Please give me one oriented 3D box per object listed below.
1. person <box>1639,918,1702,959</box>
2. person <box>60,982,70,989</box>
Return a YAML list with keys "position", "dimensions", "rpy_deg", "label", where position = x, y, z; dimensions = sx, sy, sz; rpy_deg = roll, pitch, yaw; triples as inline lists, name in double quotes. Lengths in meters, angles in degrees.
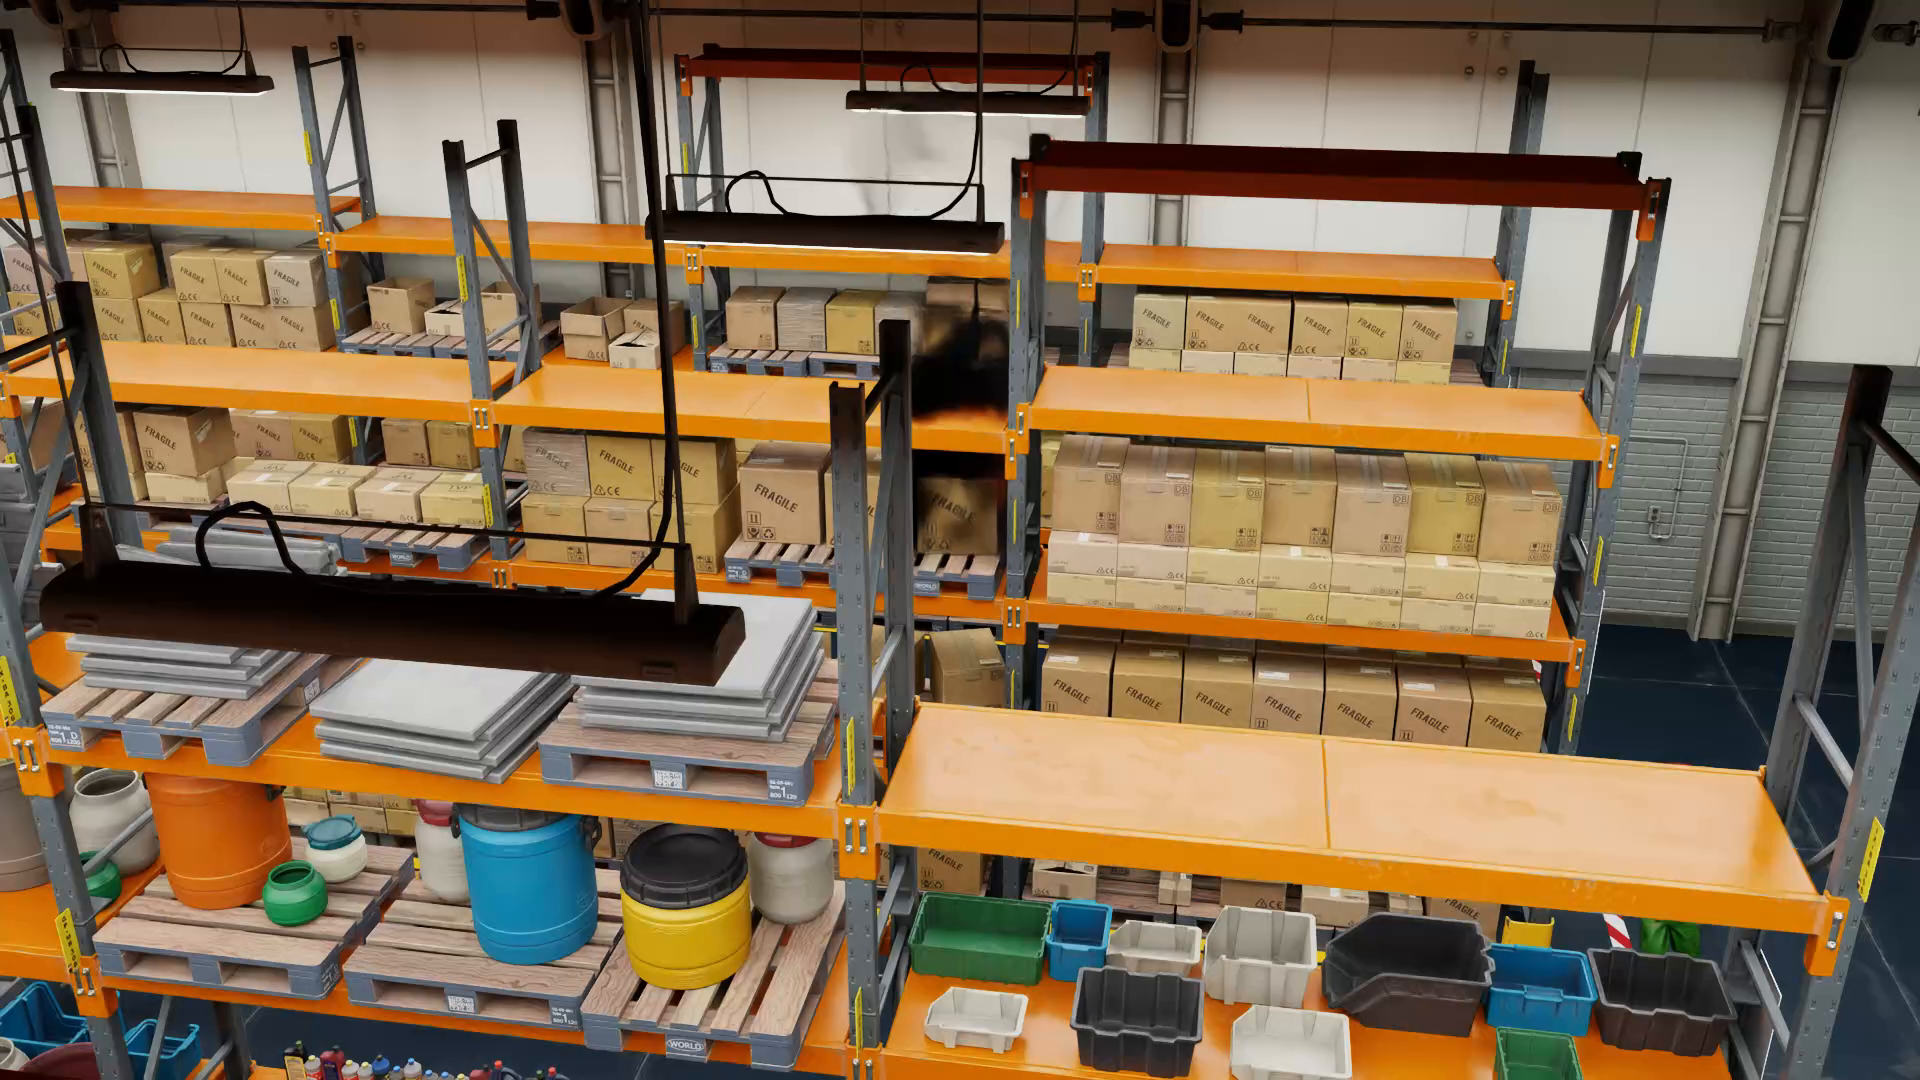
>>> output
- position: [5.011, 2.666, 11.852]
  dimensions: [0.726, 1.726, 0.906]
  rpy_deg: [11, 25, 24]
  label: "person"
- position: [-6.891, 2.675, 11.977]
  dimensions: [0.901, 1.659, 0.588]
  rpy_deg: [1, 23, 3]
  label: "person"
